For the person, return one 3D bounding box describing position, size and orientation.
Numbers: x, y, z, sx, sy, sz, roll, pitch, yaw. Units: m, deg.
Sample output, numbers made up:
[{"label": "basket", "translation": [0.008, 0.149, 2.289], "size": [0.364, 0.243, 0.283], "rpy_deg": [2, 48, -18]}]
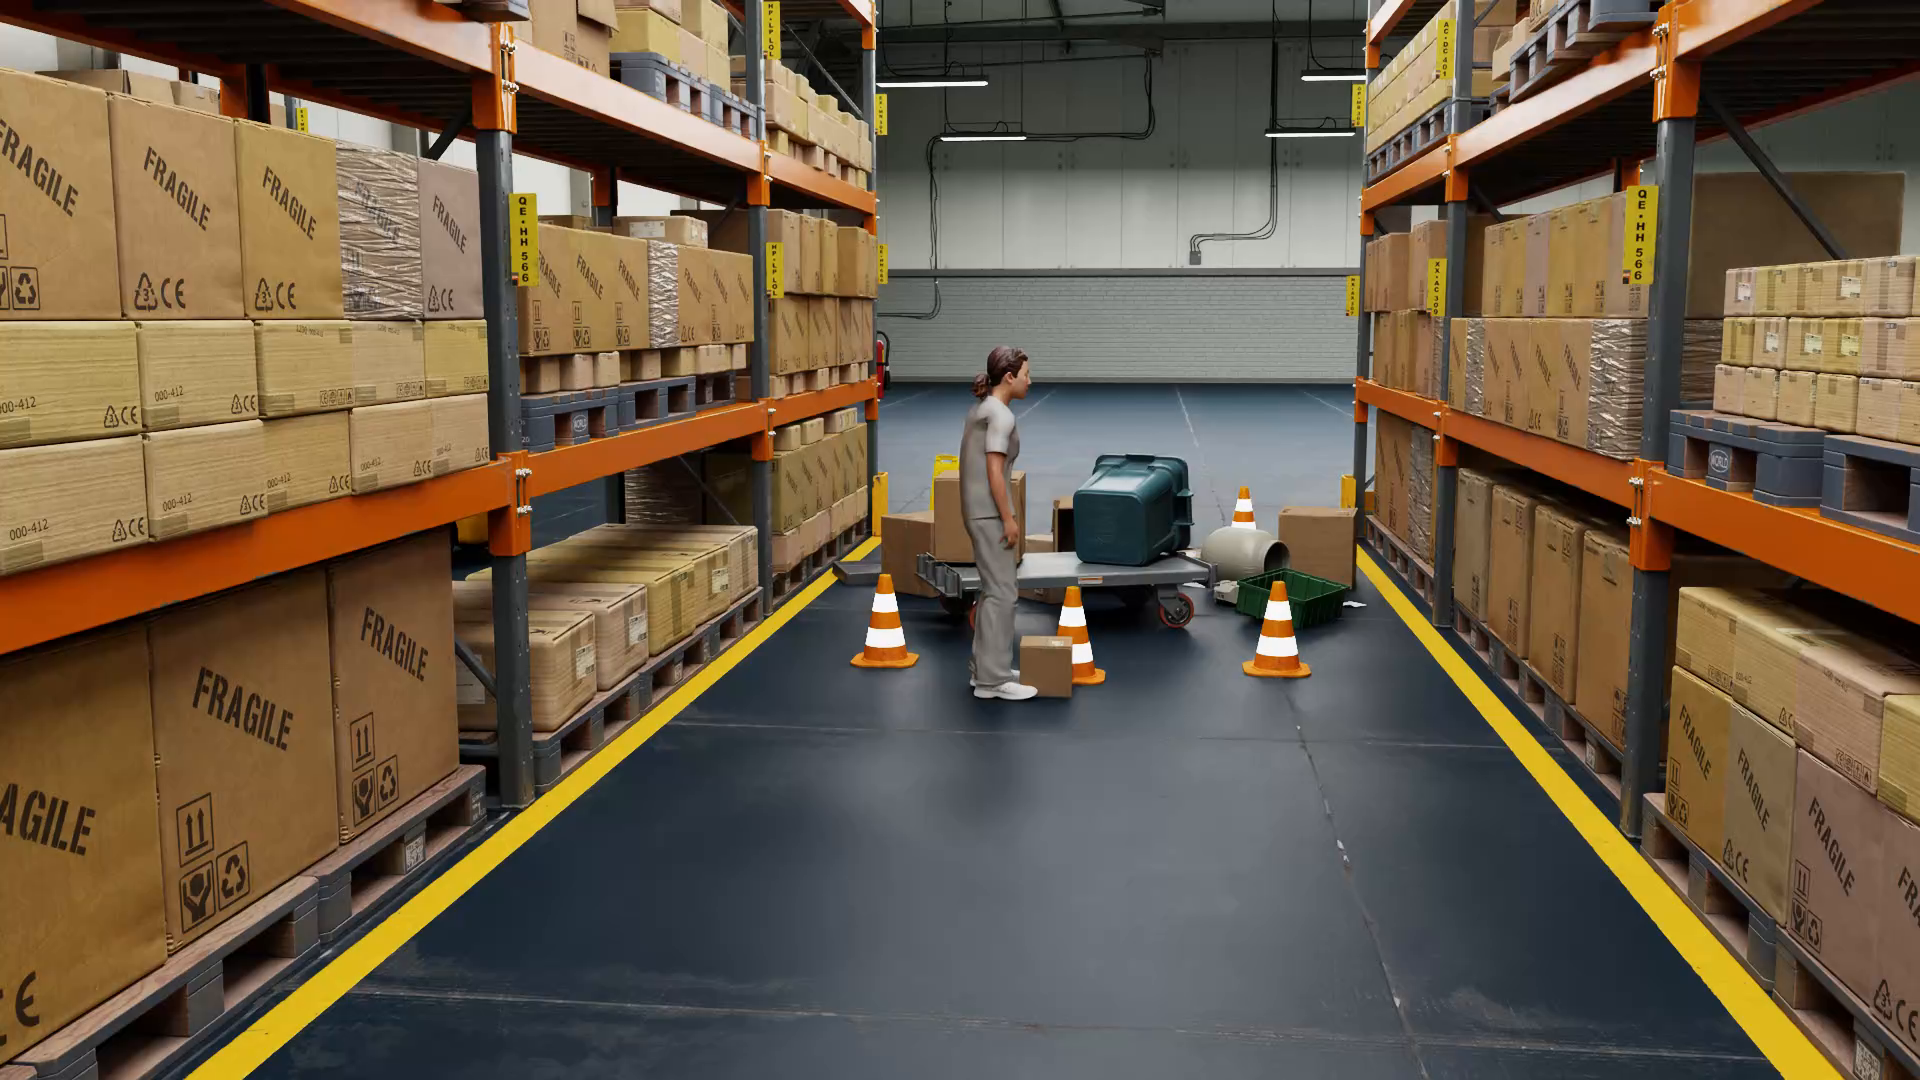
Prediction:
[{"label": "person", "translation": [0.182, -0.095, 8.014], "size": [0.365, 1.671, 0.514], "rpy_deg": [-1, 8, -6]}]
